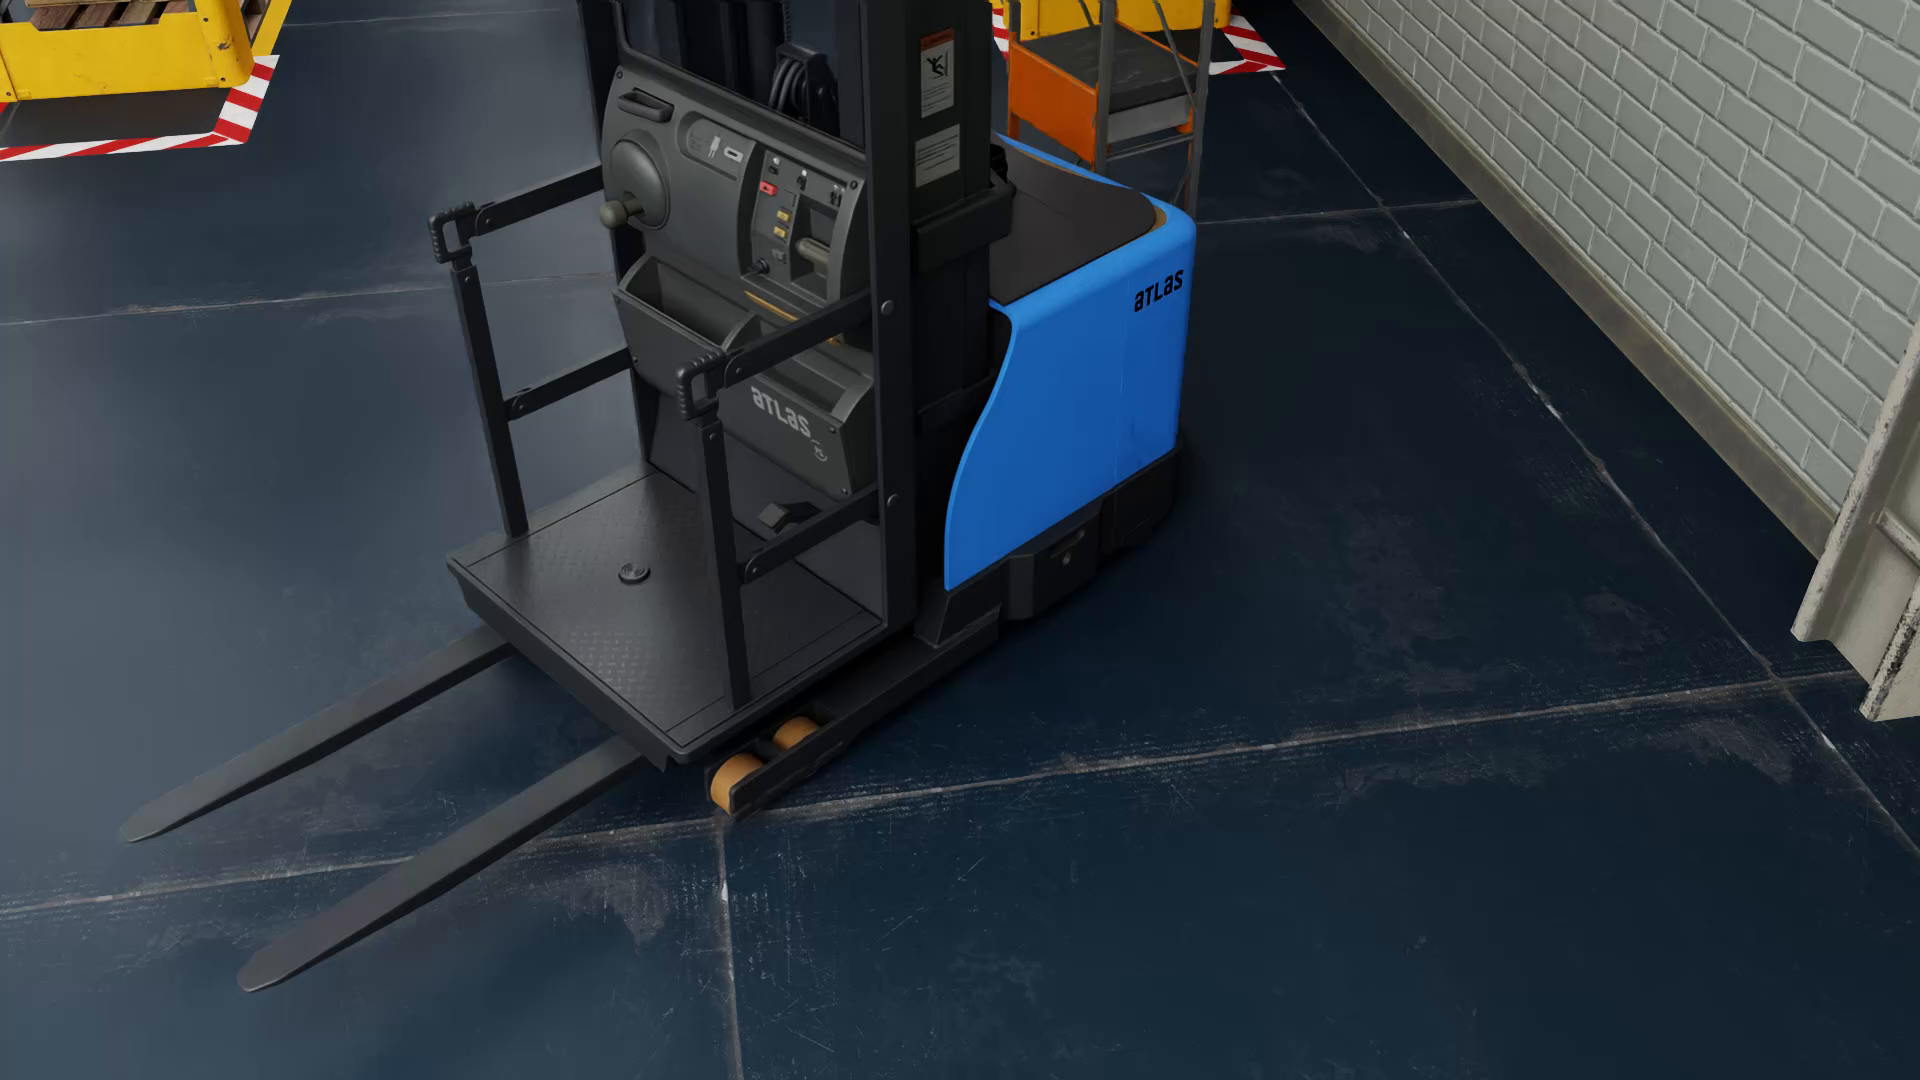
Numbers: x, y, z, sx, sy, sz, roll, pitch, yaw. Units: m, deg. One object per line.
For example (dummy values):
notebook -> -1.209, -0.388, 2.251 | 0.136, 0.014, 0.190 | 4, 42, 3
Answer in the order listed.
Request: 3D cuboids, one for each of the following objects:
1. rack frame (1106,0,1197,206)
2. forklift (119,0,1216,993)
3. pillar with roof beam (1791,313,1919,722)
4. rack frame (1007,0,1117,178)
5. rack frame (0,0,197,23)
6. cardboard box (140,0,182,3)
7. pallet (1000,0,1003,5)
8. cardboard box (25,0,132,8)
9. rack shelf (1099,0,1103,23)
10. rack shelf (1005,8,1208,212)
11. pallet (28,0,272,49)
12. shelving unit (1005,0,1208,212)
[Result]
rack frame -> 0.580, -1.196, 5.078 | 0.380, 1.831, 0.006 | -20, 42, -24
forklift -> -0.560, -0.890, 4.007 | 3.464, 2.935, 1.130 | -31, 48, -34
pillar with roof beam -> -1.603, -2.724, 1.421 | 9.100, 9.000, 0.400 | -6, 38, -8
rack frame -> 0.327, -1.452, 5.408 | 0.400, 2.100, 0.015 | -20, 42, -24
rack frame -> -4.068, -3.388, 7.166 | 1.000, 3.000, 0.127 | -6, 38, -8
cardboard box -> -3.937, -2.985, 8.547 | 0.500, 0.250, 0.500 | -7, 38, -8
pallet -> 0.643, -3.281, 9.301 | 1.003, 0.211, 1.213 | -6, 38, -8
cardboard box -> -4.479, -2.942, 8.491 | 0.500, 0.250, 0.500 | -6, 38, -8
rack shelf -> 0.453, -1.866, 4.822 | 0.431, 0.518, 0.480 | -20, 42, -24
rack shelf -> 0.453, -1.313, 5.251 | 0.431, 0.518, 0.480 | -20, 42, -24
pallet -> -4.189, -2.828, 8.718 | 1.003, 0.211, 1.213 | -6, 38, -8
shelving unit -> 0.452, -1.325, 5.244 | 0.431, 2.100, 0.499 | -20, 42, -24
